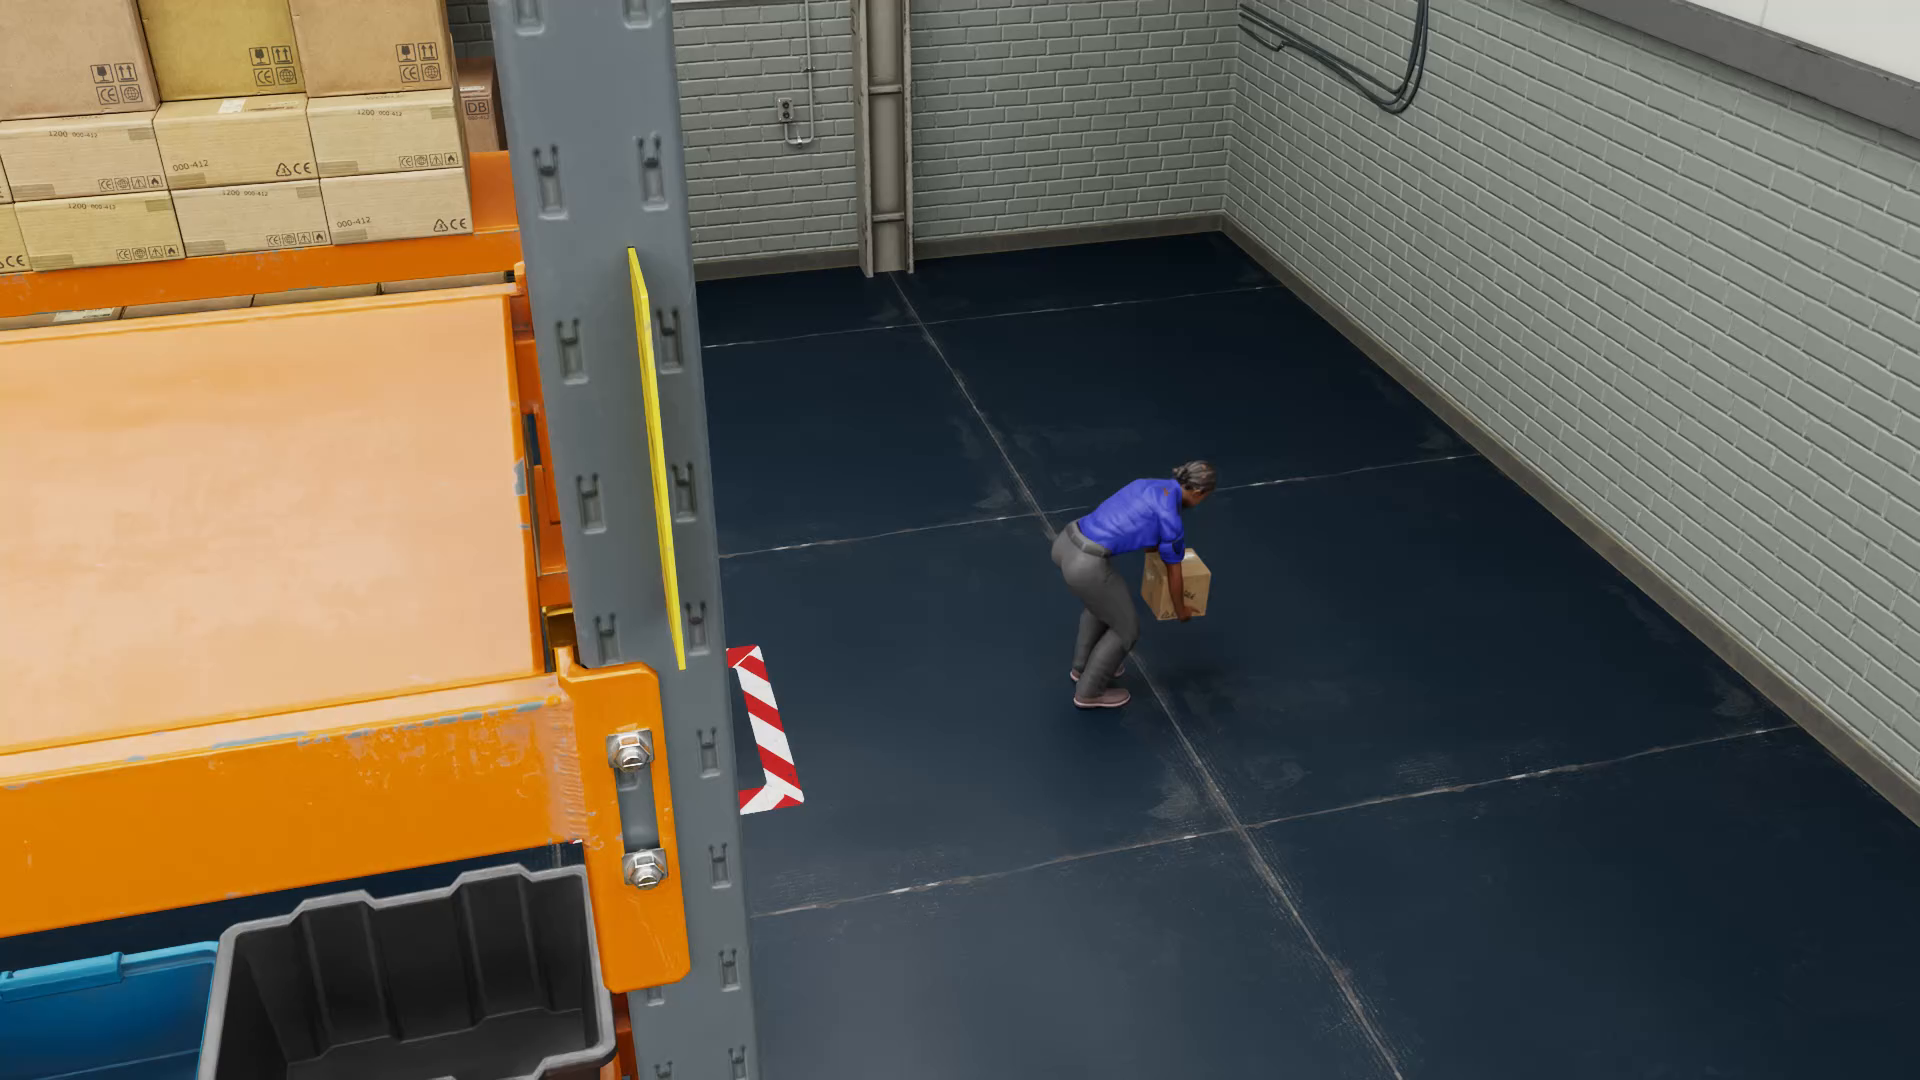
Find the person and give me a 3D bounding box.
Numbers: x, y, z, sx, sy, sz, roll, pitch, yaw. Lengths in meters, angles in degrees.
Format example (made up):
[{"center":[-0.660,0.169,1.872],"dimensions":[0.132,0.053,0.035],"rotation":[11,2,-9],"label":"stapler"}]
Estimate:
[{"center":[0.855,0.210,8.215],"dimensions":[0.824,1.221,0.426],"rotation":[-9,32,-15],"label":"person"}]
